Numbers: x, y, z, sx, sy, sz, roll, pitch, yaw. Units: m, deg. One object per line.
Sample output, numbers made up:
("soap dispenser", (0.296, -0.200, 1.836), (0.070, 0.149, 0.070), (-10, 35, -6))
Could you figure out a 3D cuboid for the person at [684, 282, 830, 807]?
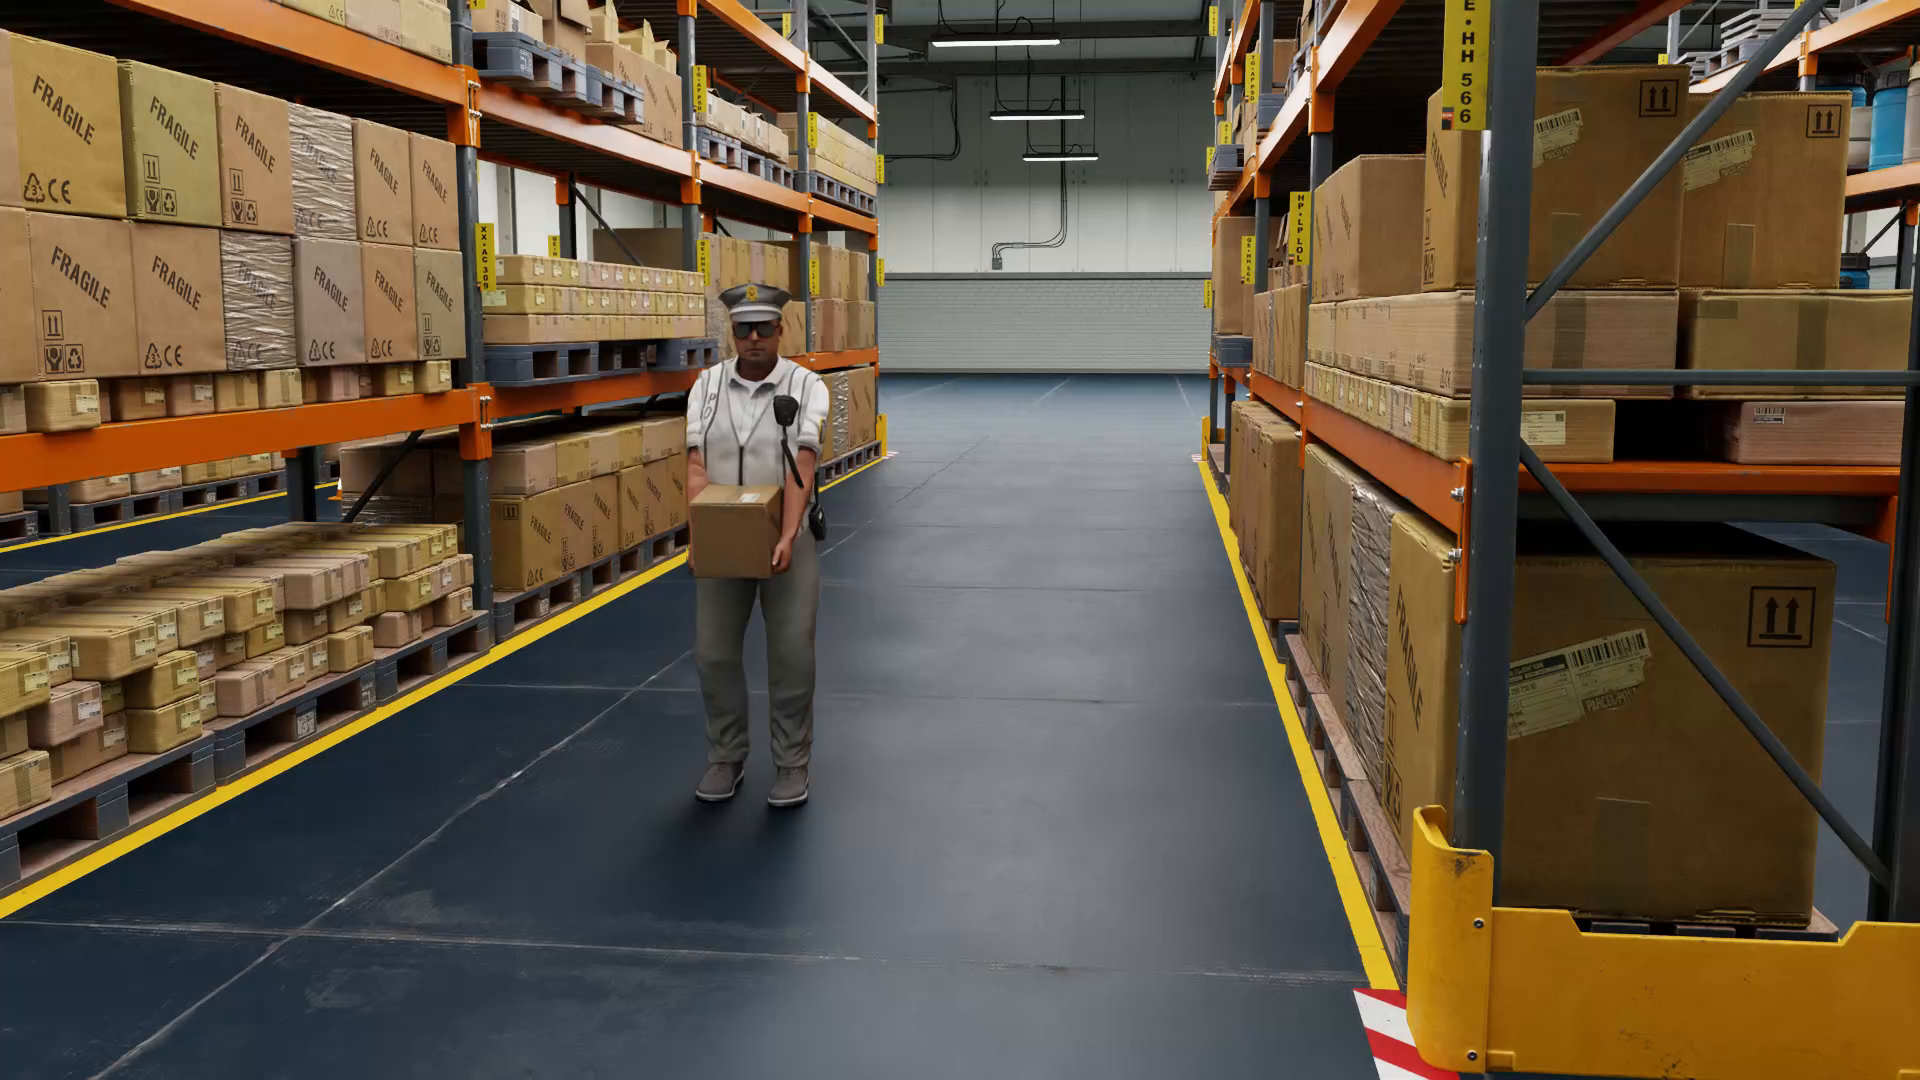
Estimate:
("person", (-0.688, 0.017, 5.643), (0.489, 1.759, 0.581), (1, 8, 5))
